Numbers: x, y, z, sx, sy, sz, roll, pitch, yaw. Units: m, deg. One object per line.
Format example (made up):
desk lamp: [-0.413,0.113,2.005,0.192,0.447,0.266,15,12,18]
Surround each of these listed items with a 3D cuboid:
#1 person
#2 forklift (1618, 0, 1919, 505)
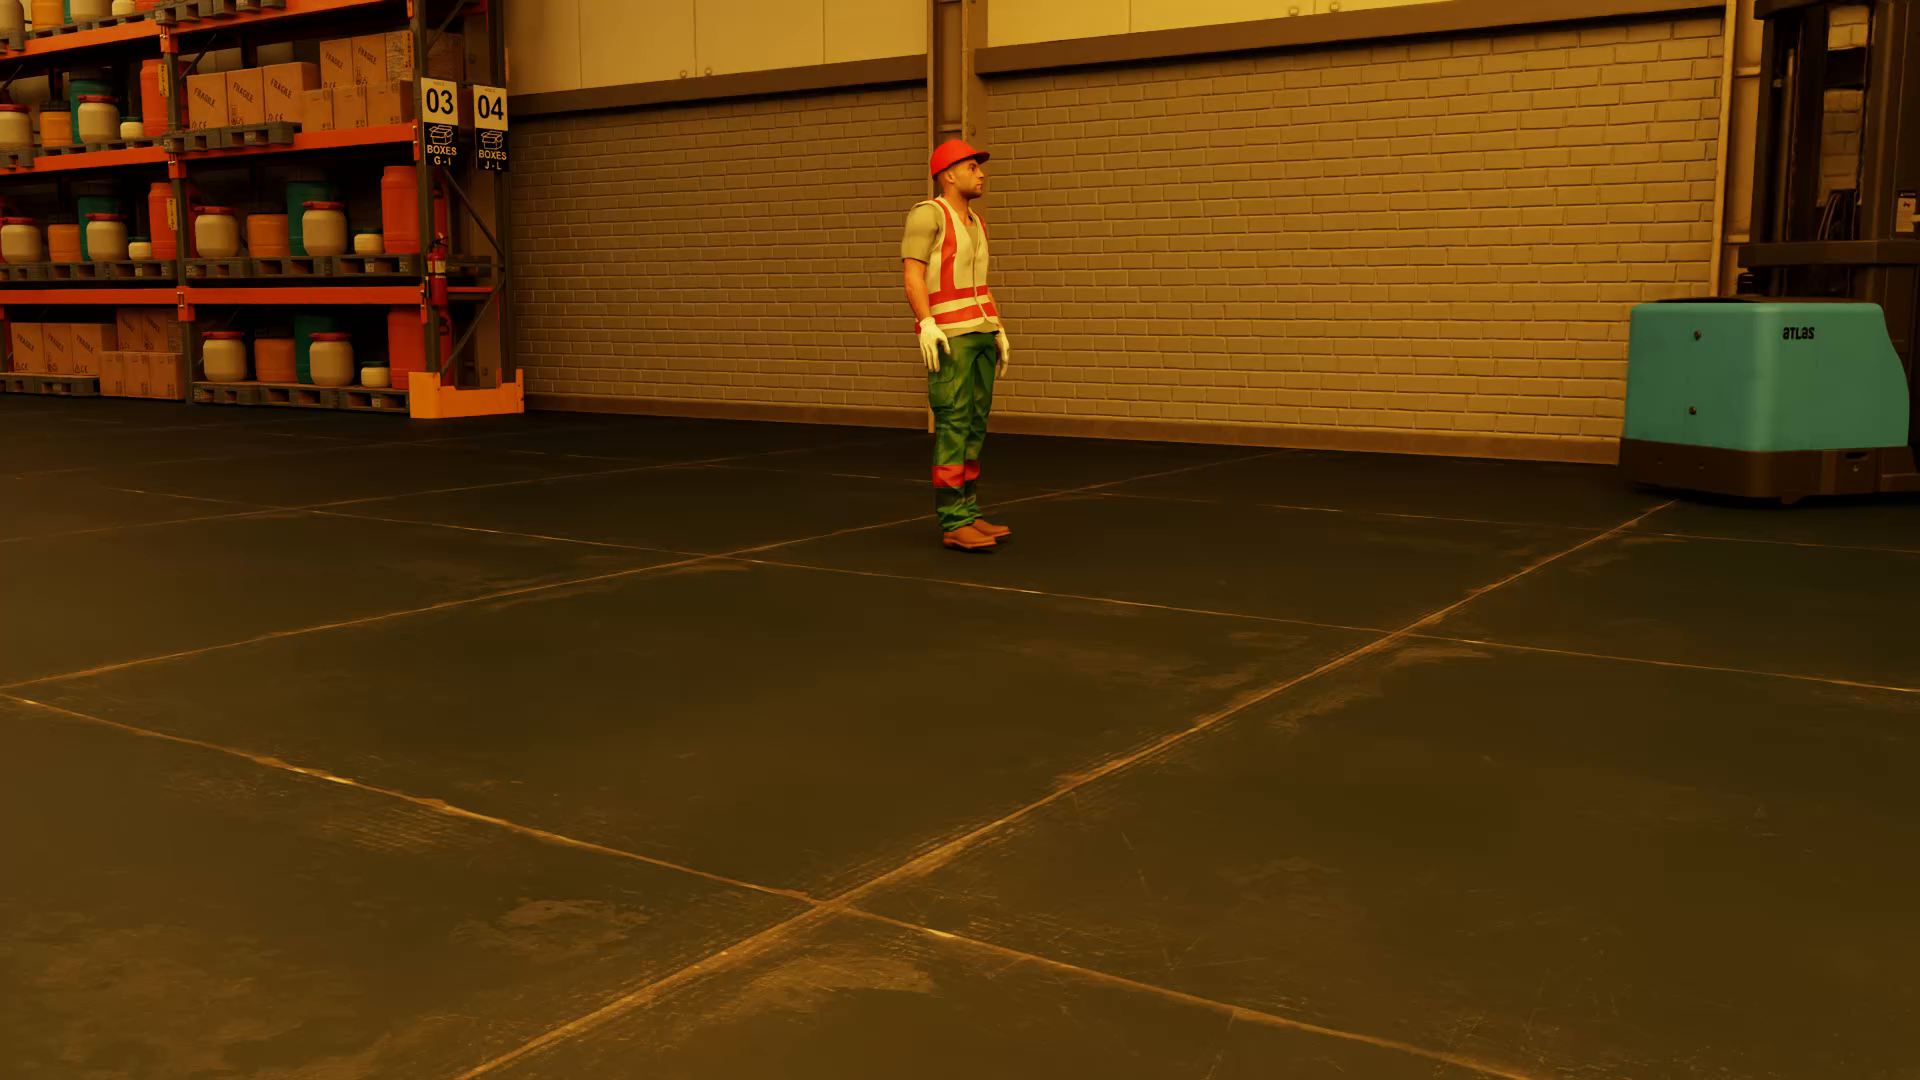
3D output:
person: [0.059,-0.885,7.422,0.564,1.787,0.637,5,10,34]
forklift: [5.334,-1.738,9.415,3.031,2.935,1.130,-3,9,-21]
